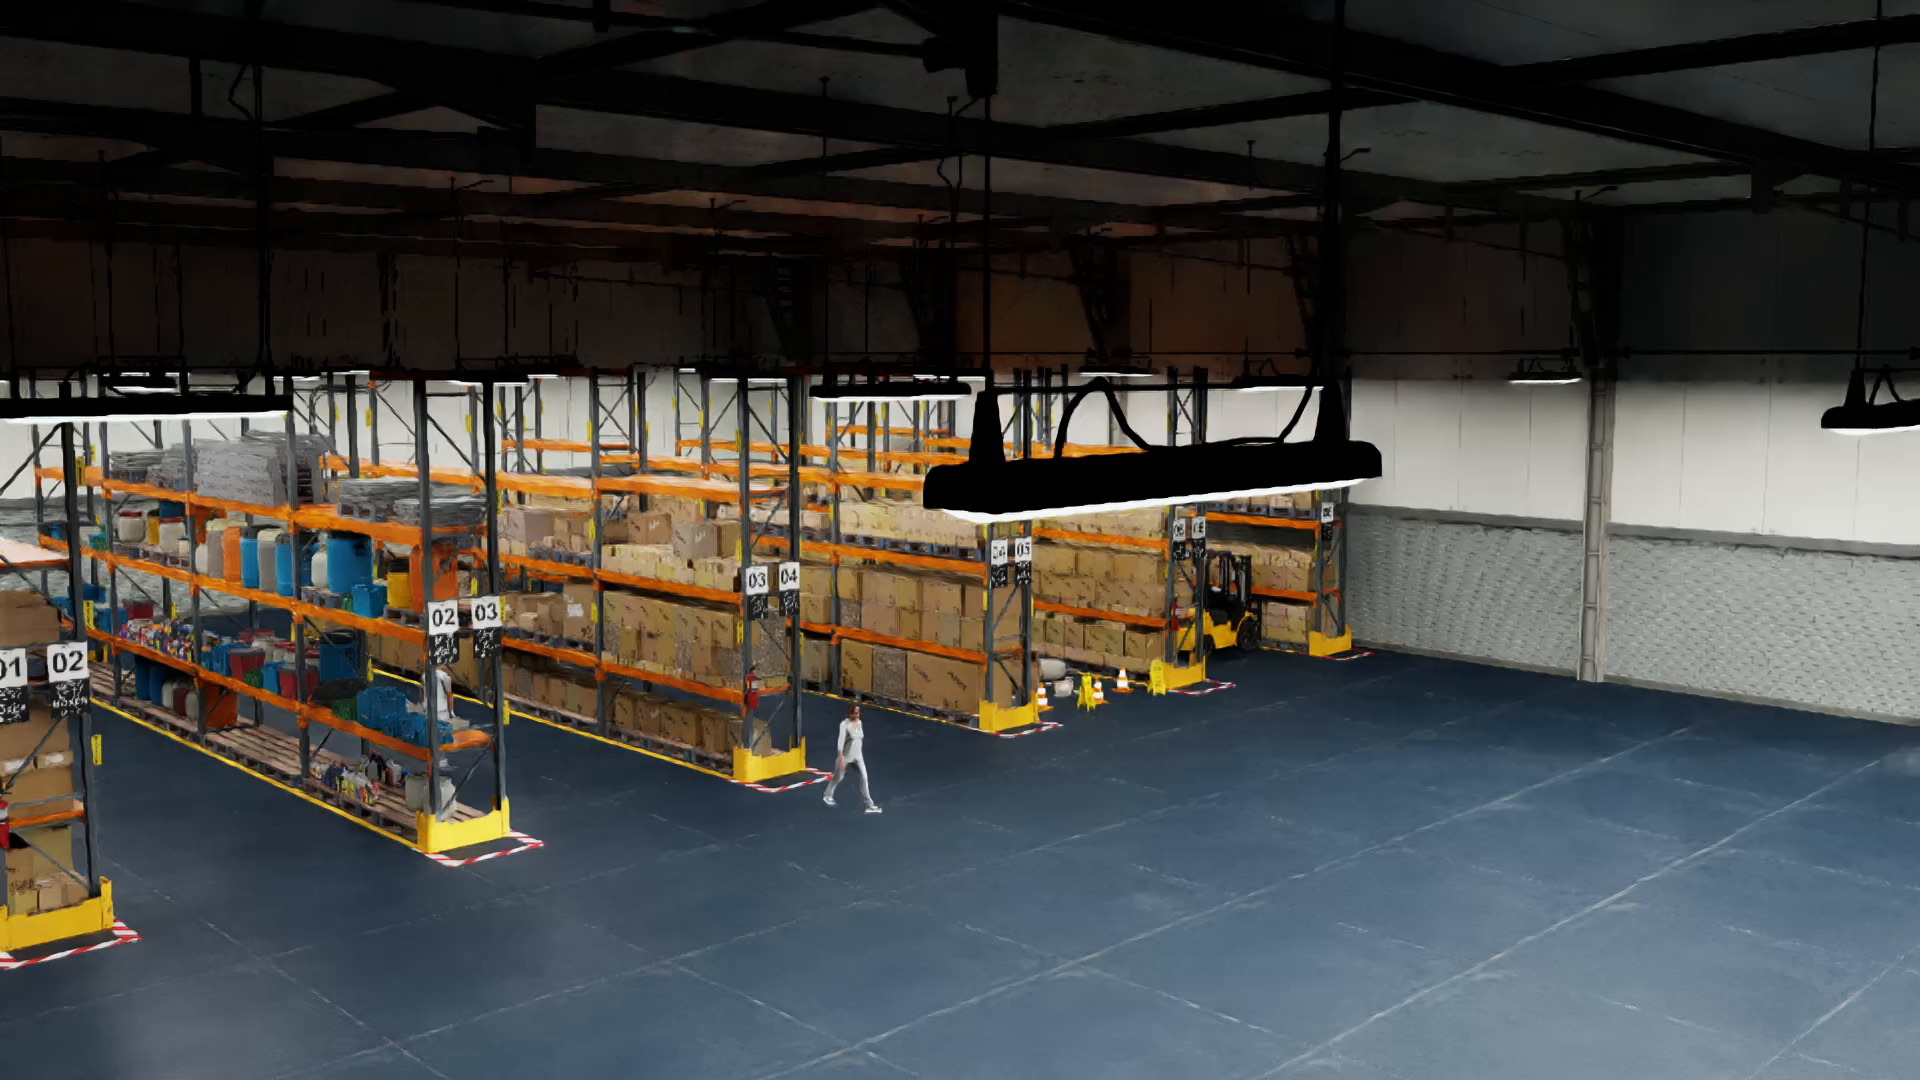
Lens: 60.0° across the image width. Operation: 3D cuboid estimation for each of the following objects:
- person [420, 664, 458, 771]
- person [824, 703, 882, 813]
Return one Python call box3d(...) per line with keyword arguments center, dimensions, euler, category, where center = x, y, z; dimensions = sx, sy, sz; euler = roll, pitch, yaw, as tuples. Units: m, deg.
box3d(center=(-7.908, 2.578, 25.236), dimensions=(0.621, 1.794, 0.468), euler=(2, 7, 21), category="person")
box3d(center=(-1.522, 2.981, 22.923), dimensions=(0.417, 1.517, 1.036), euler=(-6, 9, -41), category="person")
